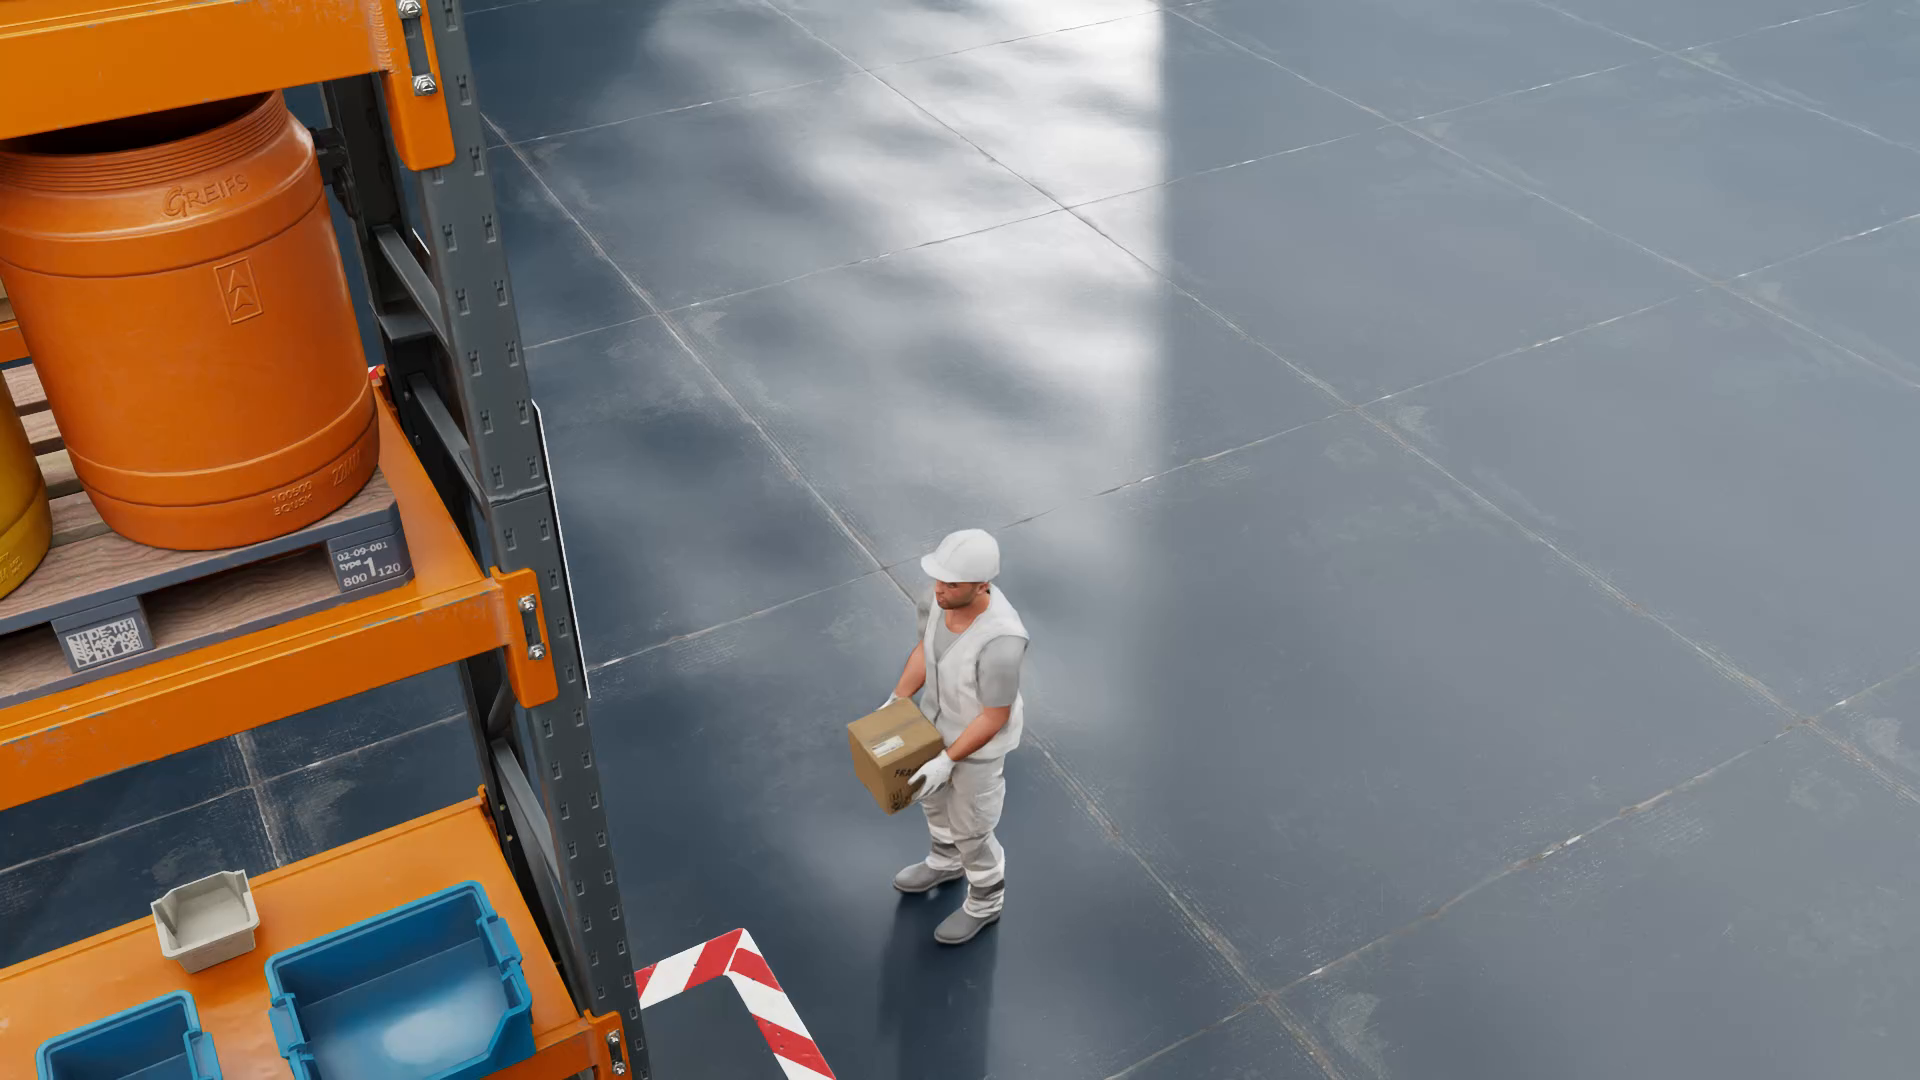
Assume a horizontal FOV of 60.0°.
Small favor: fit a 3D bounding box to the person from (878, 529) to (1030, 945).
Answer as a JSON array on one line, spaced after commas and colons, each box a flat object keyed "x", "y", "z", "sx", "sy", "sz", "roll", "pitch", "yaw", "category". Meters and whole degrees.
[{"x": -0.038, "y": 0.715, "z": 5.937, "sx": 0.498, "sy": 1.794, "sz": 0.529, "roll": -20, "pitch": 41, "yaw": -24, "category": "person"}]
